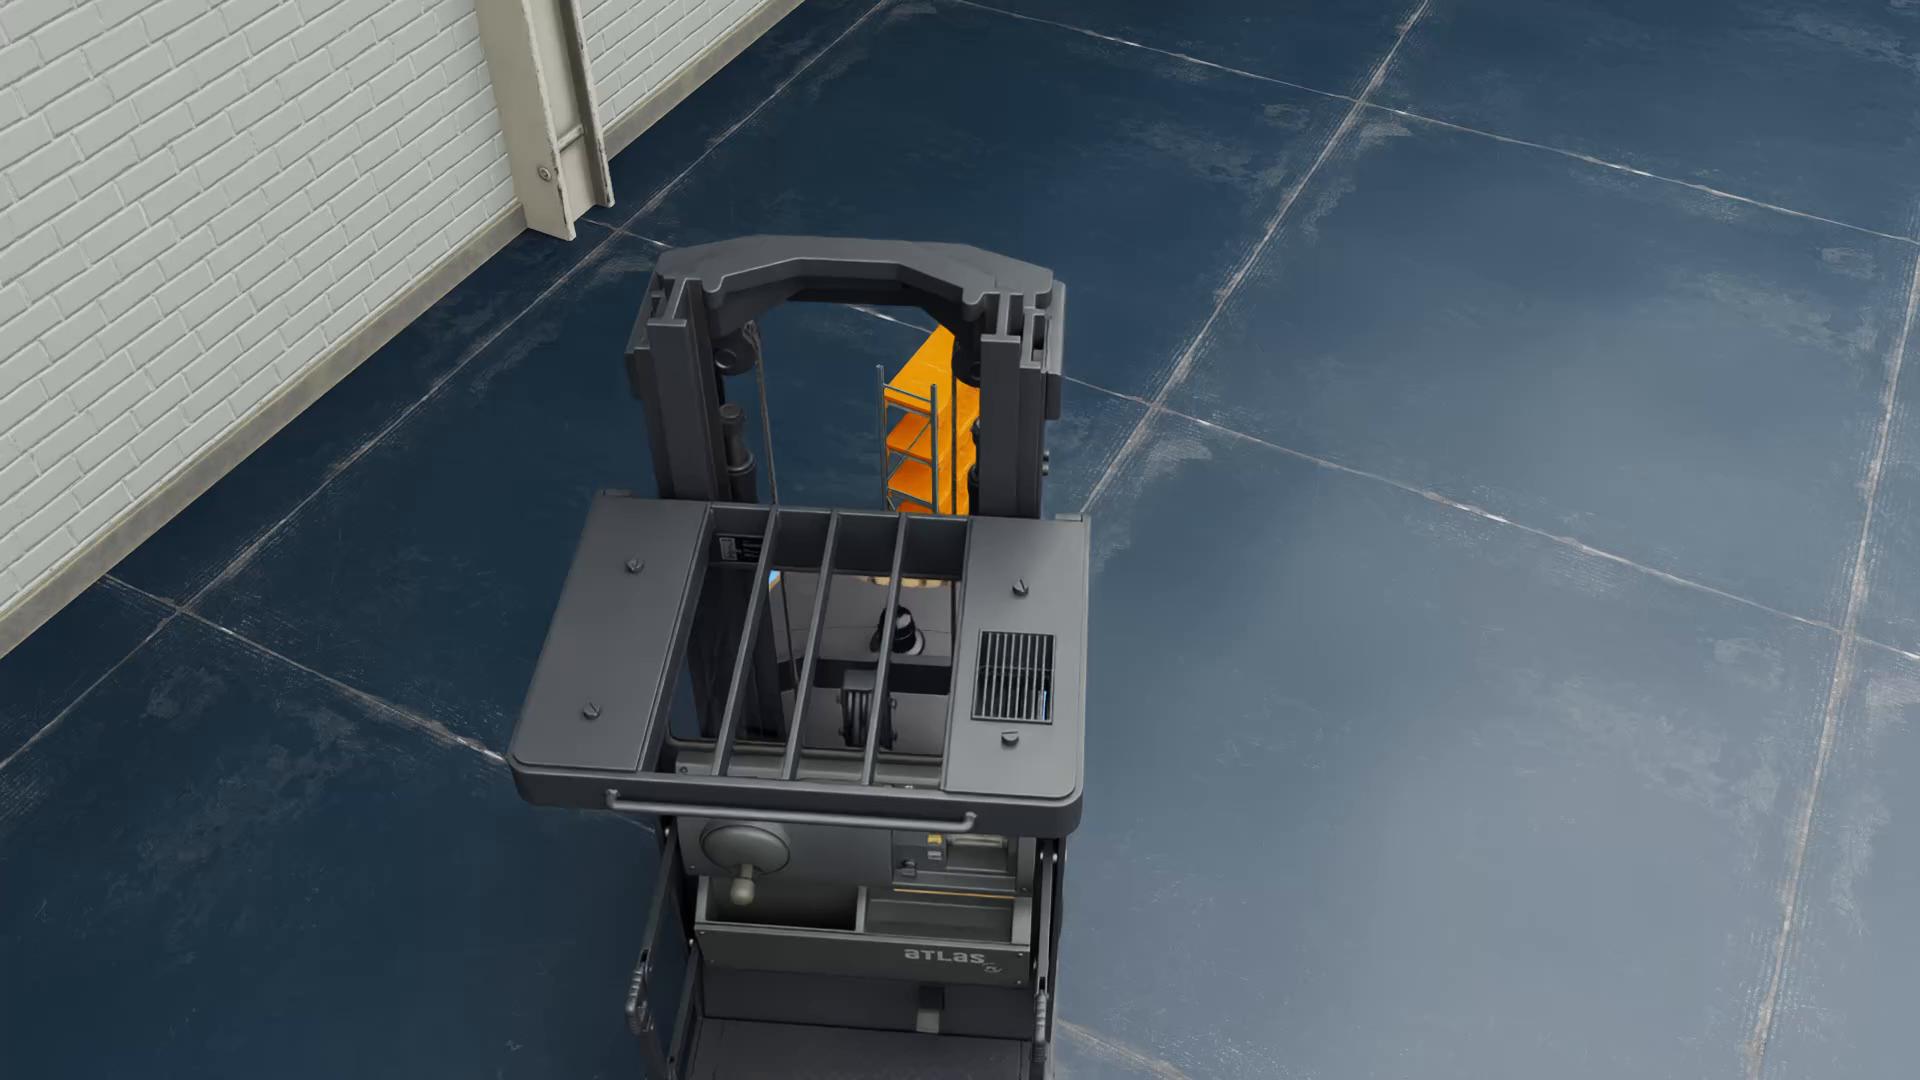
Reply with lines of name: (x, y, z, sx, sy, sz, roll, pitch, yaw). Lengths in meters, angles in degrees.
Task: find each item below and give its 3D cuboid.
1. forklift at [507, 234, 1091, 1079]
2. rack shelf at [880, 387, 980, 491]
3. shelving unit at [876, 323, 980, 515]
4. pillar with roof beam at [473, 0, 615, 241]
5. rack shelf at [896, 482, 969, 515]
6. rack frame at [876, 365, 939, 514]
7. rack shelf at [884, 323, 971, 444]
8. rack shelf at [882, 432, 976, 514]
forklift: (-0.281, 0.854, 4.125, 1.130, 2.935, 3.031, 3, 45, 3)
rack shelf: (-0.077, -0.427, 6.389, 0.258, 0.148, 0.480, 20, 49, 19)
shelving unit: (-0.077, -0.317, 6.500, 0.258, 1.200, 0.503, 20, 49, 19)
pillar with roof beam: (1.765, -3.453, 4.116, 9.100, 9.000, 0.400, 20, 49, 19)
rack shelf: (-0.077, -0.131, 6.689, 0.258, 0.148, 0.480, 20, 49, 19)
rack frame: (-0.190, -0.164, 6.348, 0.240, 1.200, 0.015, 20, 49, 19)
rack shelf: (-0.077, -0.594, 6.221, 0.258, 0.148, 0.480, 20, 49, 19)
rack shelf: (-0.077, -0.270, 6.548, 0.258, 0.148, 0.480, 20, 49, 19)
